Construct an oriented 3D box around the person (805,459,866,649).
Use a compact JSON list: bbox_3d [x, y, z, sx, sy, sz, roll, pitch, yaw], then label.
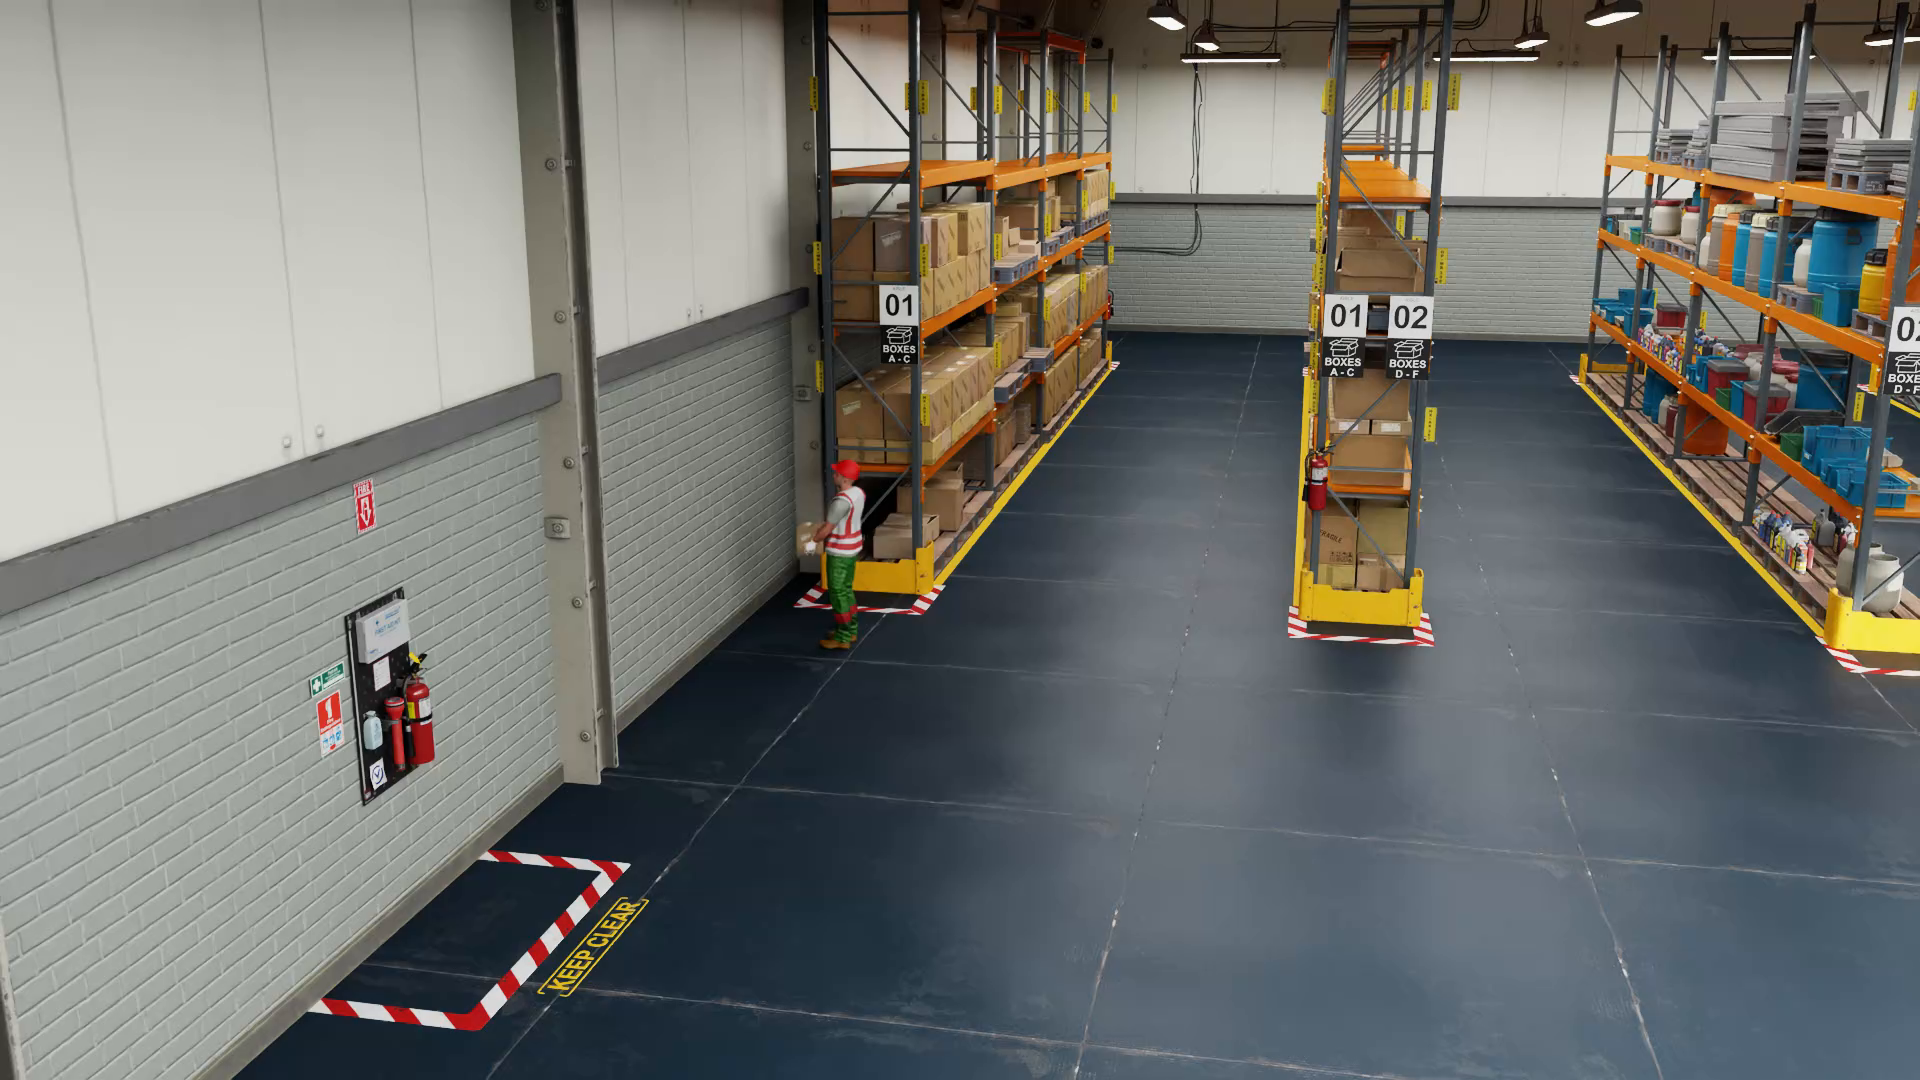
[{"bbox_3d":[-1.177,0.112,15.526,0.556,1.792,0.506,5,15,19],"label":"person"}]
